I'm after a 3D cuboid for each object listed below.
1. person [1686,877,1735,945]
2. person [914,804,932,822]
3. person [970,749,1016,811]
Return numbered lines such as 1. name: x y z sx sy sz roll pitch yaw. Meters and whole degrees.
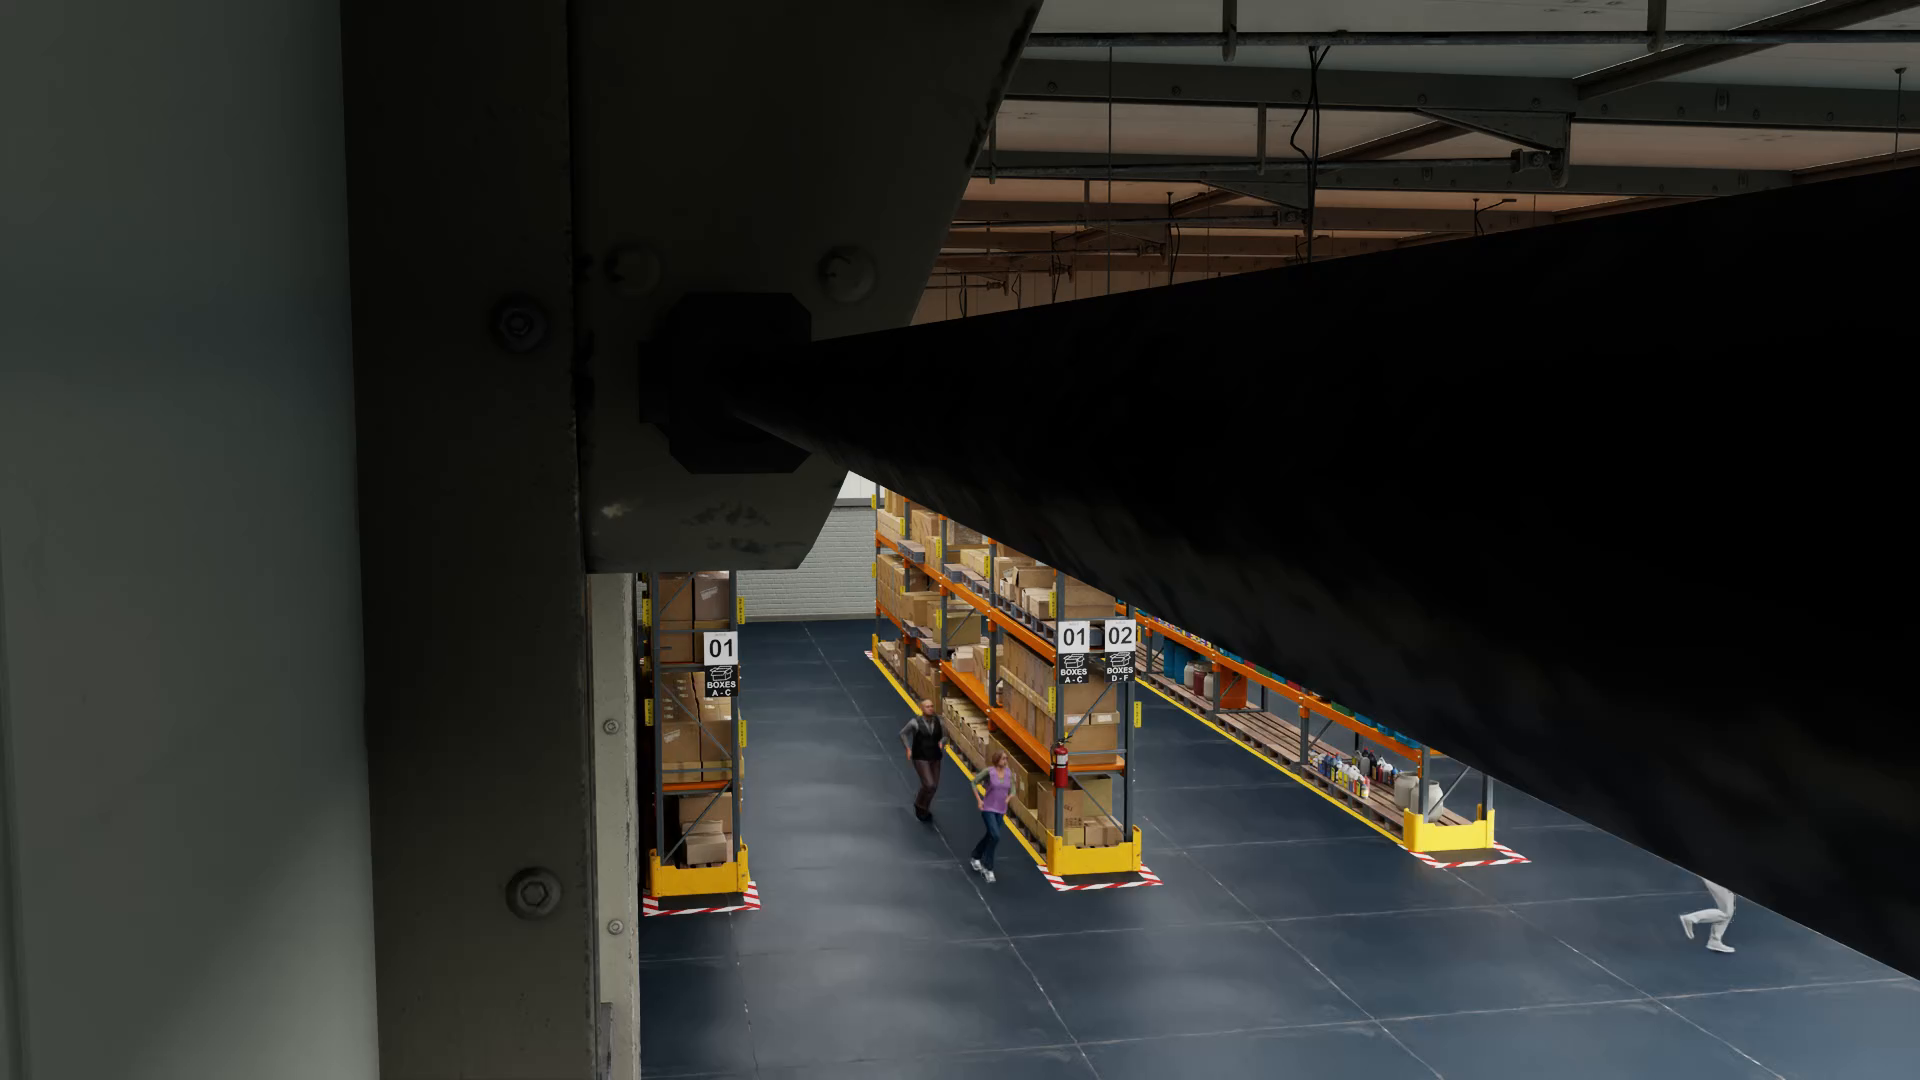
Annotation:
1. person: 8.180 3.751 18.106 0.528 1.337 0.610 1 6 13
2. person: -0.533 3.786 23.461 0.284 0.281 0.386 -3 7 -28
3. person: 0.469 3.005 20.737 0.507 0.777 0.534 -4 7 -34
